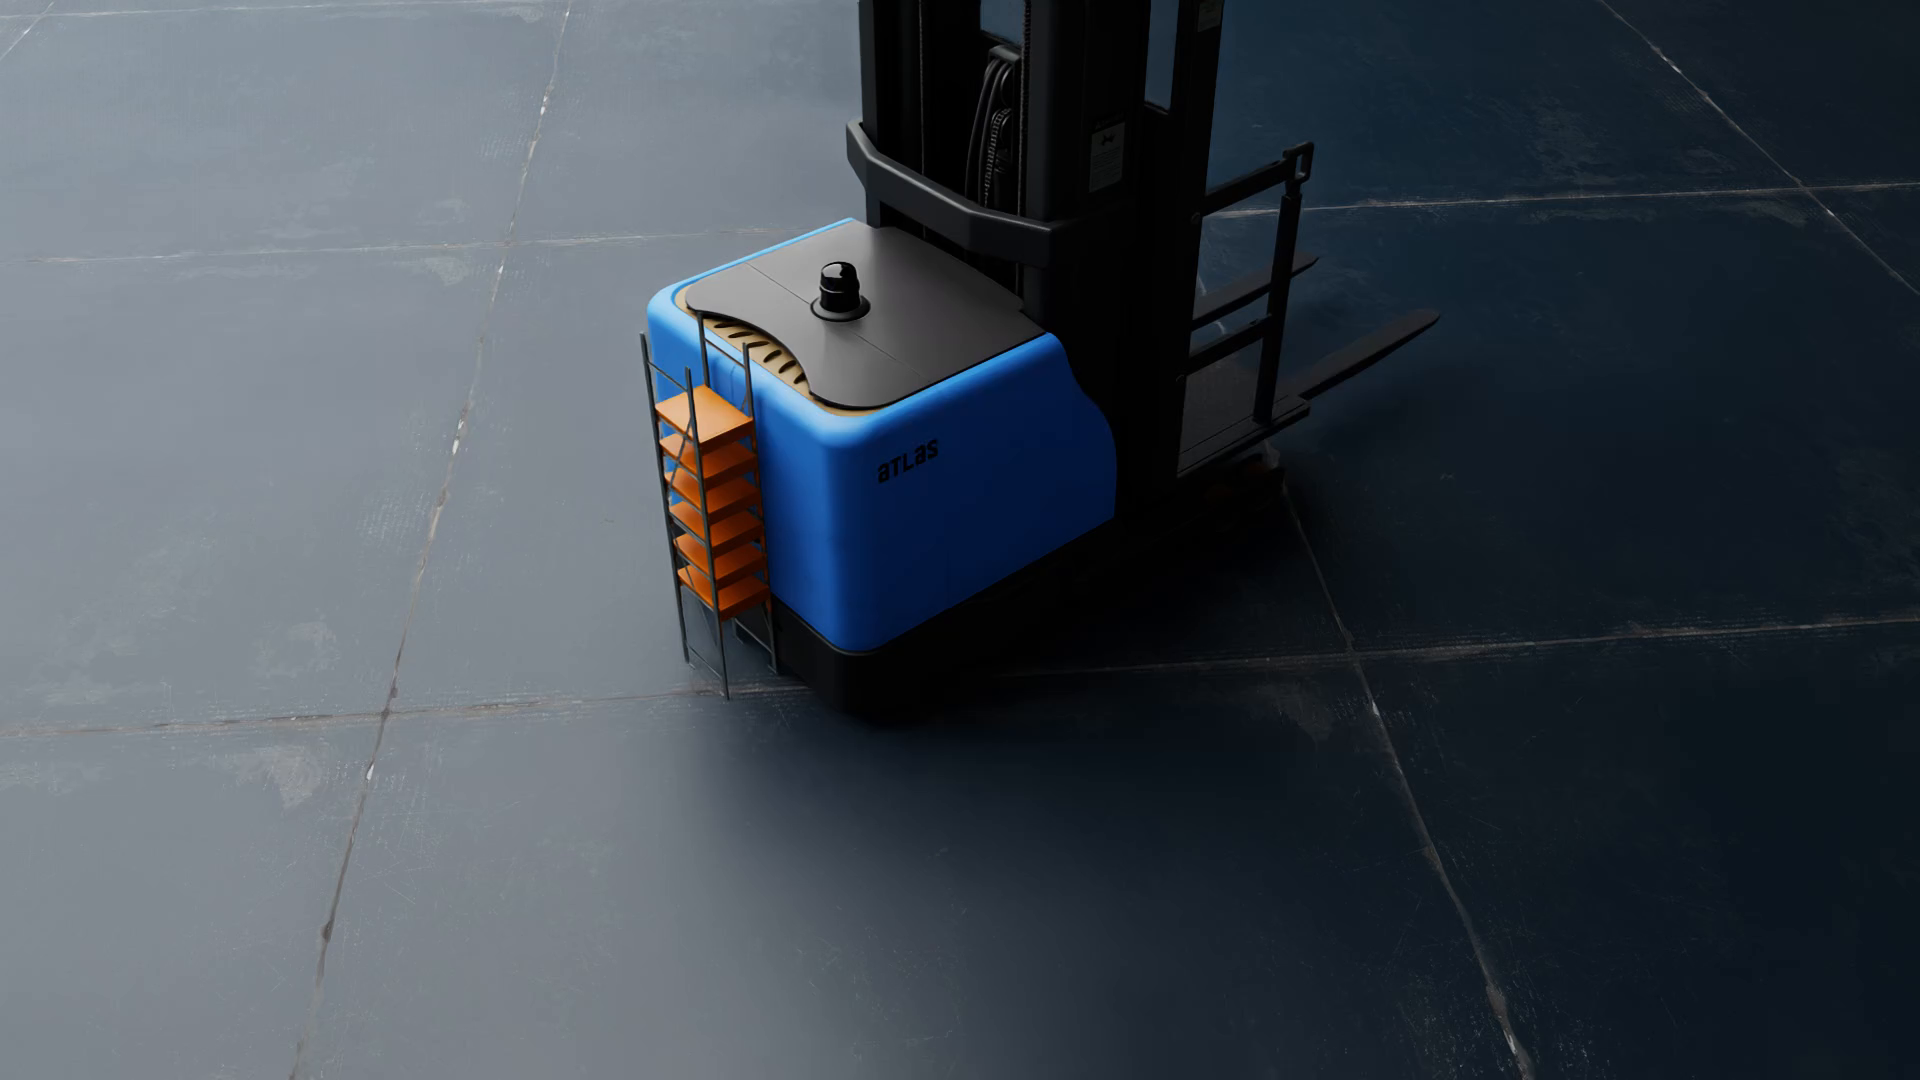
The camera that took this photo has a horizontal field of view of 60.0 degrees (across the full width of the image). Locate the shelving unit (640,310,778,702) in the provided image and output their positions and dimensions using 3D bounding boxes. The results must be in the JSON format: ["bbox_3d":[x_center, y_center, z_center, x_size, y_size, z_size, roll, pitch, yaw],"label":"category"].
[{"bbox_3d":[-0.716,-0.070,4.840,0.189,1.200,0.258,-28,46,-31],"label":"shelving unit"}]

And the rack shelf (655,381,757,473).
[{"bbox_3d":[-0.716,-0.318,4.644,0.180,0.103,0.258,-28,46,-31],"label":"rack shelf"}]

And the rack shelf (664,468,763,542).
[{"bbox_3d":[-0.716,-0.129,4.793,0.180,0.103,0.258,-28,46,-31],"label":"rack shelf"}]

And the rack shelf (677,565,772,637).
[{"bbox_3d":[-0.716,0.153,5.016,0.180,0.103,0.258,-28,46,-31],"label":"rack shelf"}]

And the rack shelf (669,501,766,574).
[{"bbox_3d":[-0.716,-0.035,4.867,0.180,0.103,0.258,-28,46,-31],"label":"rack shelf"}]

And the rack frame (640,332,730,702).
[{"bbox_3d":[-0.786,-0.033,4.793,0.006,1.200,0.240,-28,46,-31],"label":"rack frame"}]

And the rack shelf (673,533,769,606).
[{"bbox_3d":[-0.716,0.059,4.941,0.180,0.103,0.258,-28,46,-31],"label":"rack shelf"}]

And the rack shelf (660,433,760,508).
[{"bbox_3d":[-0.716,-0.223,4.718,0.180,0.103,0.258,-28,46,-31],"label":"rack shelf"}]

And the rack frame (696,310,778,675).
[{"bbox_3d":[-0.647,-0.107,4.886,0.006,1.200,0.240,-28,46,-31],"label":"rack frame"}]

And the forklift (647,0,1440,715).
[{"bbox_3d":[0.505,-1.402,5.130,3.031,2.935,1.130,-28,46,-31],"label":"forklift"}]
